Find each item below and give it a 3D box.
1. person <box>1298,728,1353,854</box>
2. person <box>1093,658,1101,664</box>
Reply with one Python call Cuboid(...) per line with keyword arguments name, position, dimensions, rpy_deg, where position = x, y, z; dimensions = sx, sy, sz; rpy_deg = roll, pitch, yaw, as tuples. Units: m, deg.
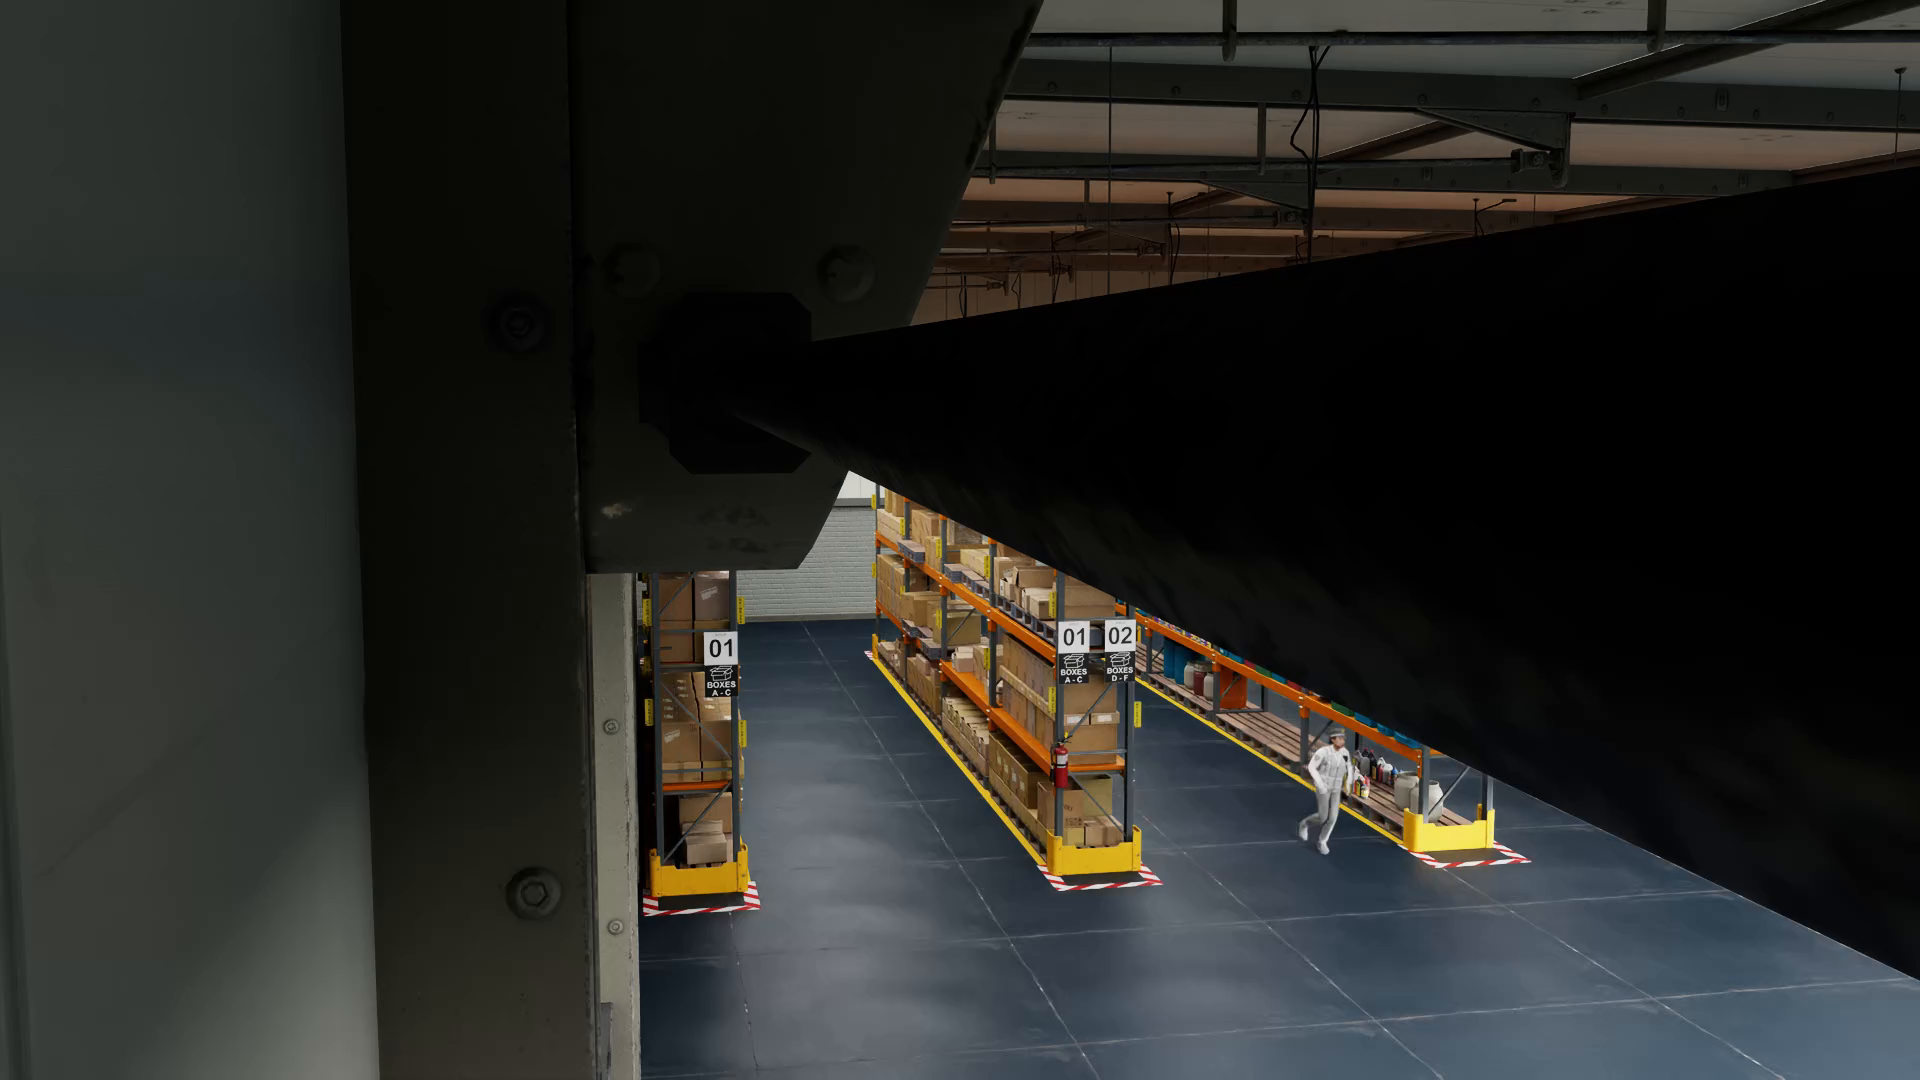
Cuboid(name="person", position=(4.894, 3.273, 22.034), dimensions=(0.657, 1.648, 0.594), rpy_deg=(-2, 6, -21))
Cuboid(name="person", position=(2.247, 2.463, 29.198), dimensions=(0.658, 1.771, 0.863), rpy_deg=(-3, 7, -26))
